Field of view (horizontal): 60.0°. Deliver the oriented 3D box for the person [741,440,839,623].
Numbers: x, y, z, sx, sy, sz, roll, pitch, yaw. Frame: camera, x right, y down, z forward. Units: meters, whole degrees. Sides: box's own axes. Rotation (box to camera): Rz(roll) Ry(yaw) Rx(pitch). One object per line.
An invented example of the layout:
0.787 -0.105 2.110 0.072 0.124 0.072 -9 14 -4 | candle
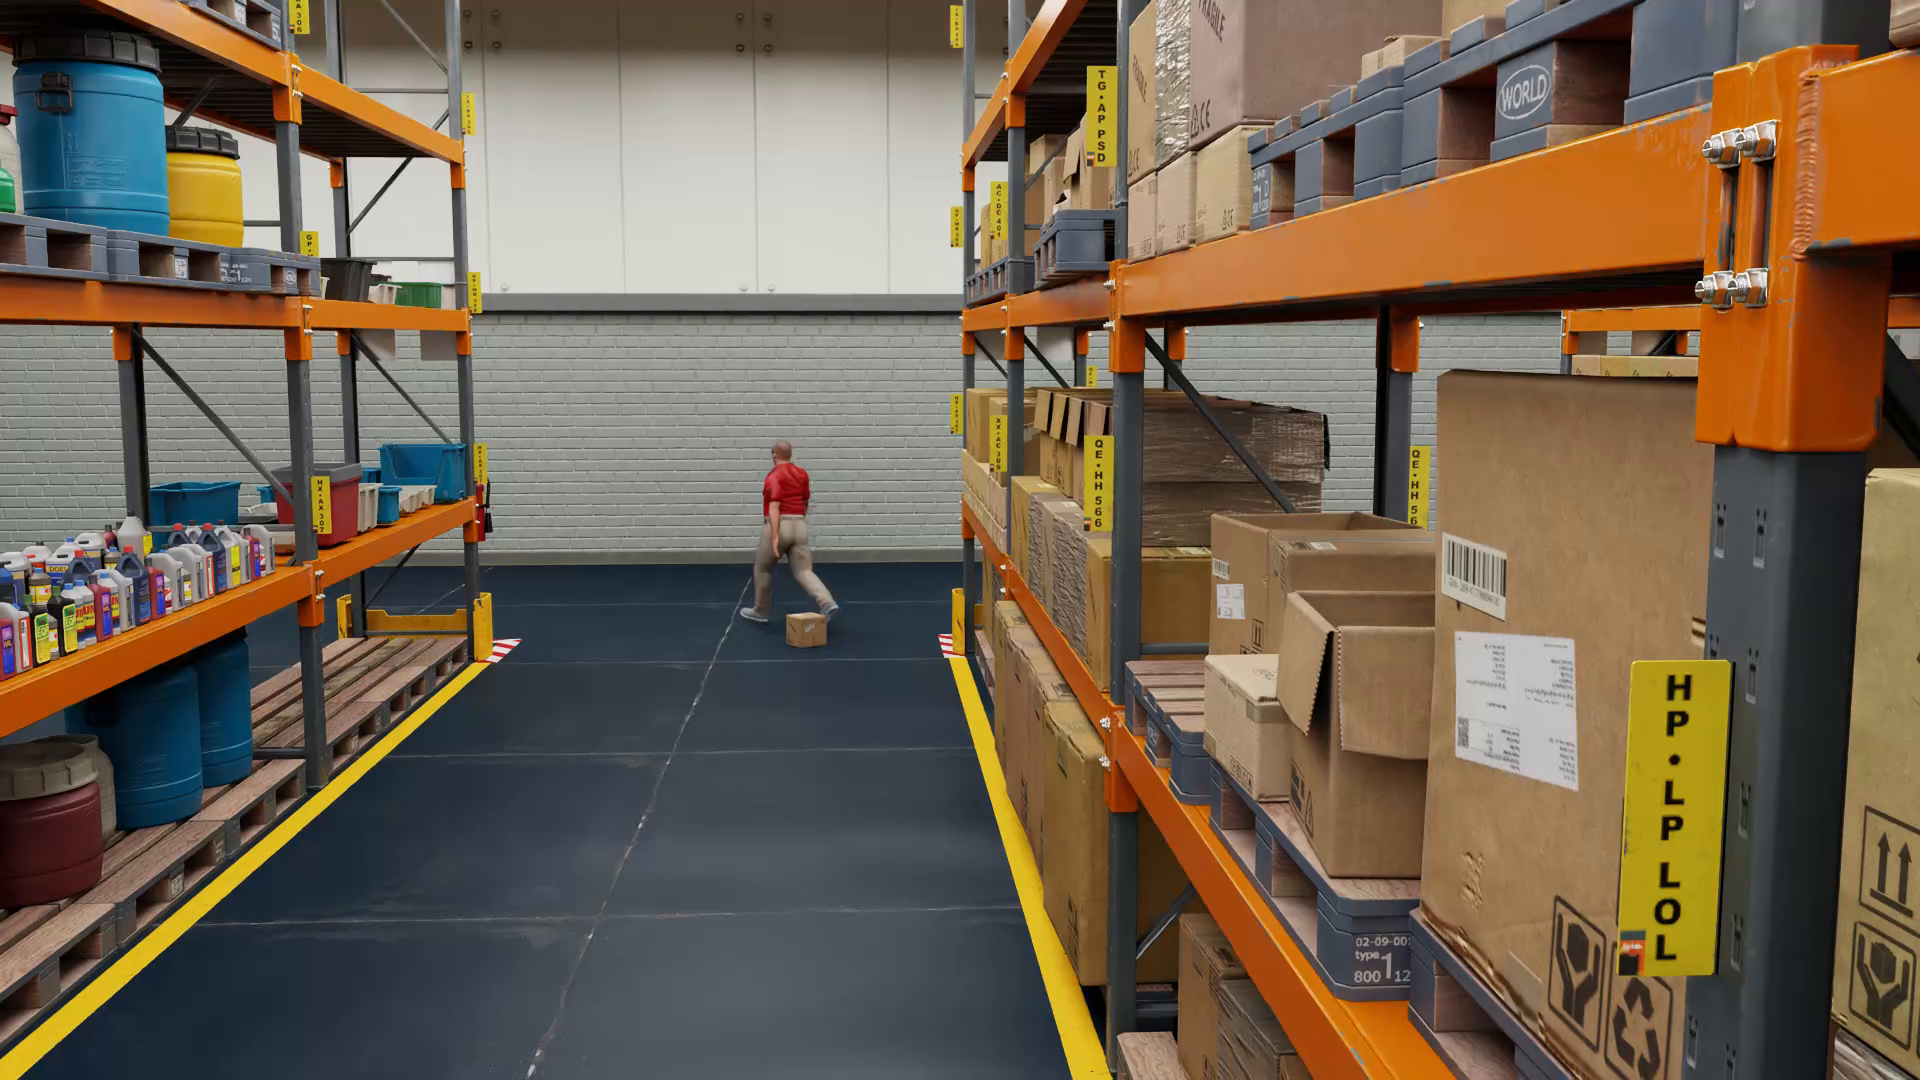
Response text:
-1.540 -0.062 14.950 0.580 1.663 1.095 -6 9 -43 | person
